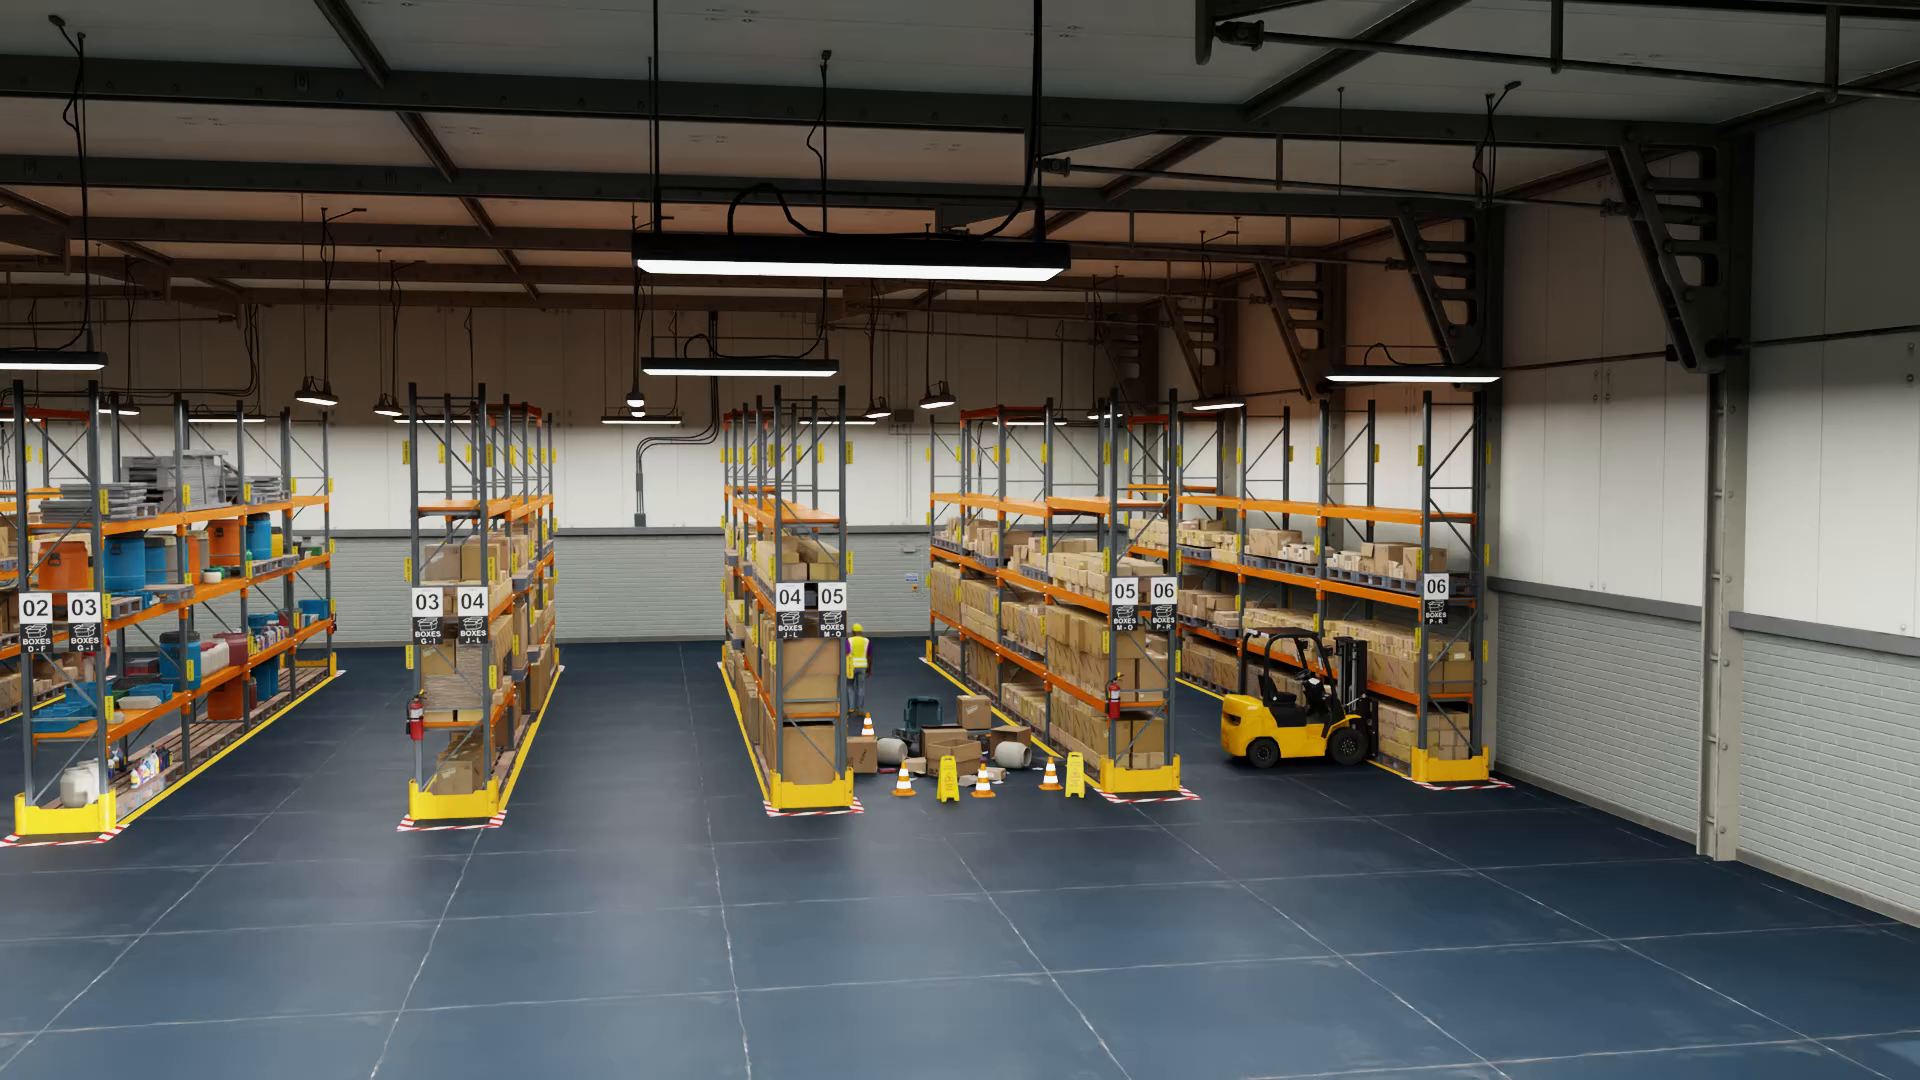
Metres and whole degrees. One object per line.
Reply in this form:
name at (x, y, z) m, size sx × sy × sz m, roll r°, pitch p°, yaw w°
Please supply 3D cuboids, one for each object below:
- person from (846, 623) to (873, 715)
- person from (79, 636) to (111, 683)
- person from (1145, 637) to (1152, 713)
person at (-1.987, 2.516, 32.156) m, size 0.612 × 1.809 × 0.602 m, roll -1°, pitch 3°, yaw -14°
person at (-17.178, 2.484, 33.054) m, size 0.558 × 1.756 × 0.681 m, roll -2°, pitch 3°, yaw -31°
person at (3.464, 2.623, 31.461) m, size 0.556 × 1.584 × 0.730 m, roll 0°, pitch 3°, yaw -9°
